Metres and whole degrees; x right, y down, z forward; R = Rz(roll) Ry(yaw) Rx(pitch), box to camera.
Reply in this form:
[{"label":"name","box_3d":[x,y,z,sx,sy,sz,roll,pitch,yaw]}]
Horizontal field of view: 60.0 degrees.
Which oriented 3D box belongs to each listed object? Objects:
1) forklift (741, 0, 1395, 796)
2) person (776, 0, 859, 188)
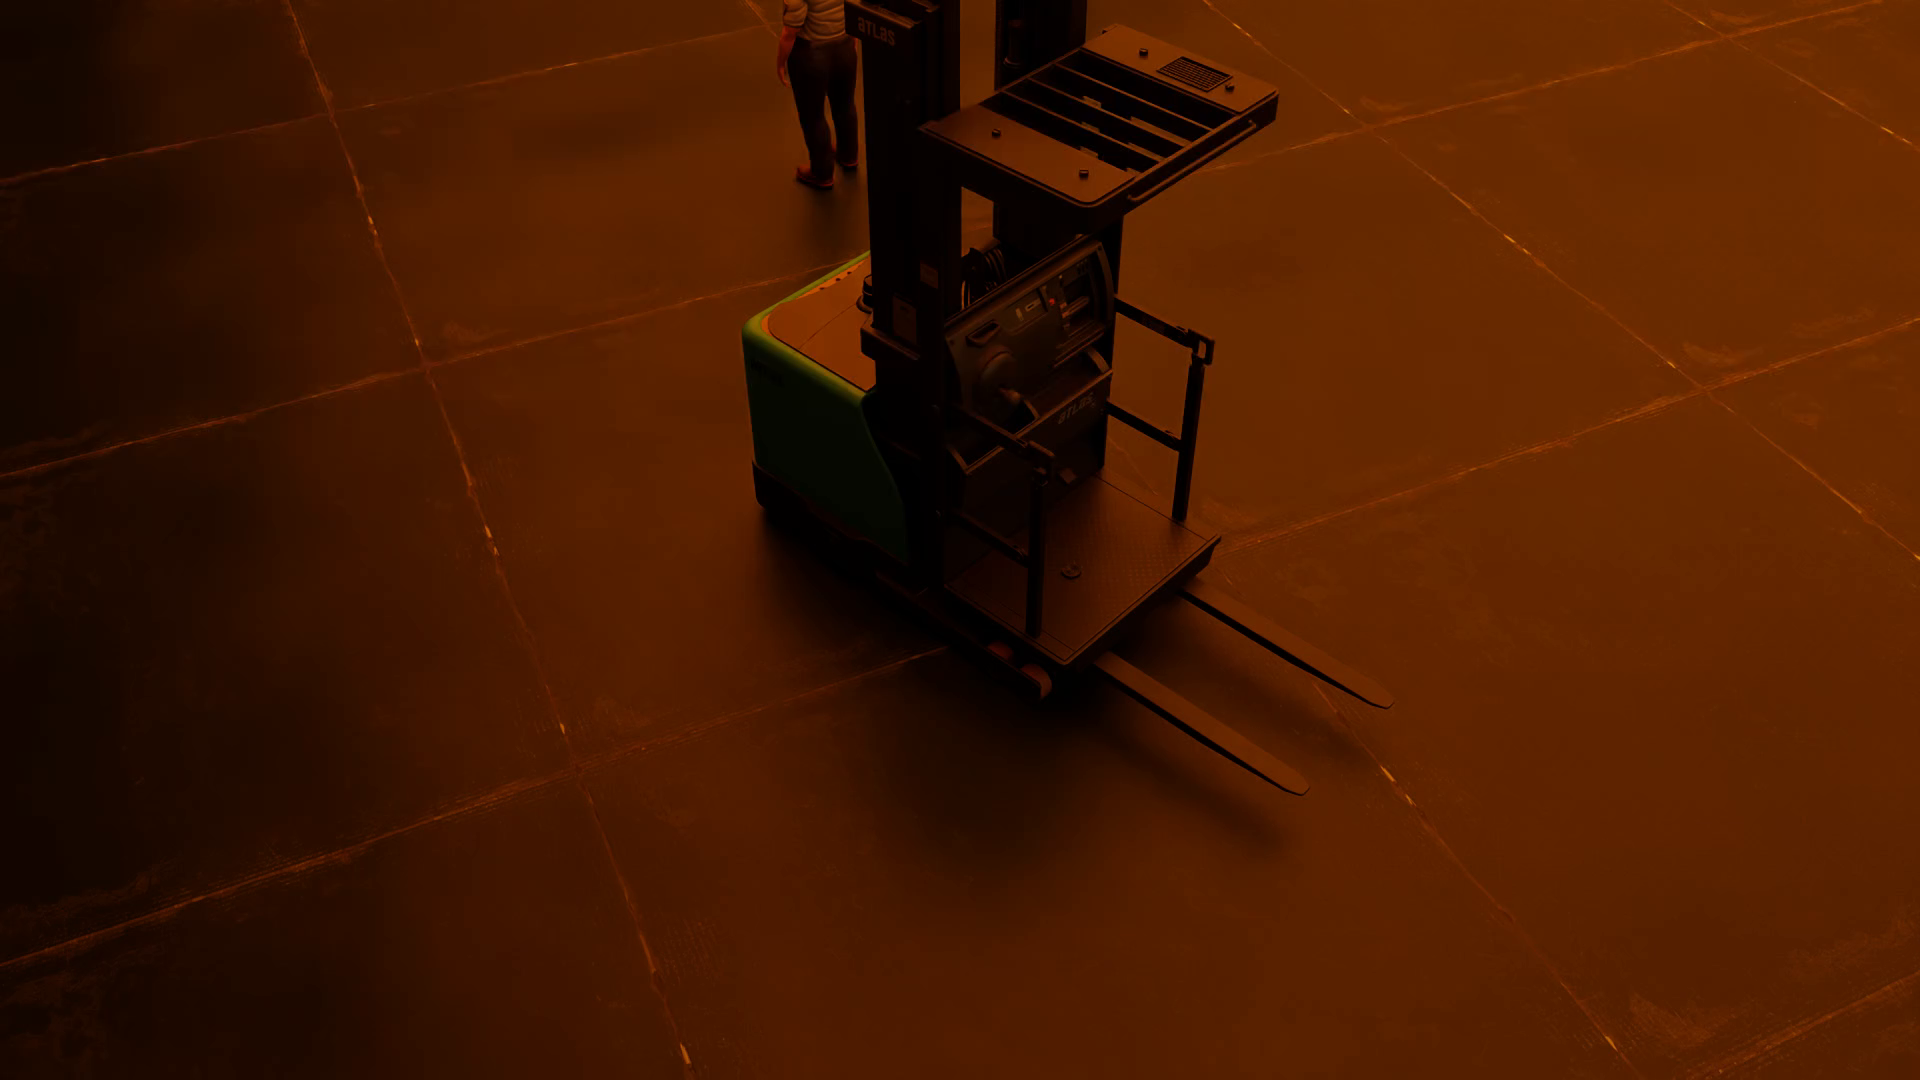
[{"label":"forklift","box_3d":[0.445,-0.788,6.525,3.031,2.935,1.130,32,52,30]},{"label":"person","box_3d":[-0.840,-2.836,9.650,0.598,1.650,0.502,-27,49,-26]}]
